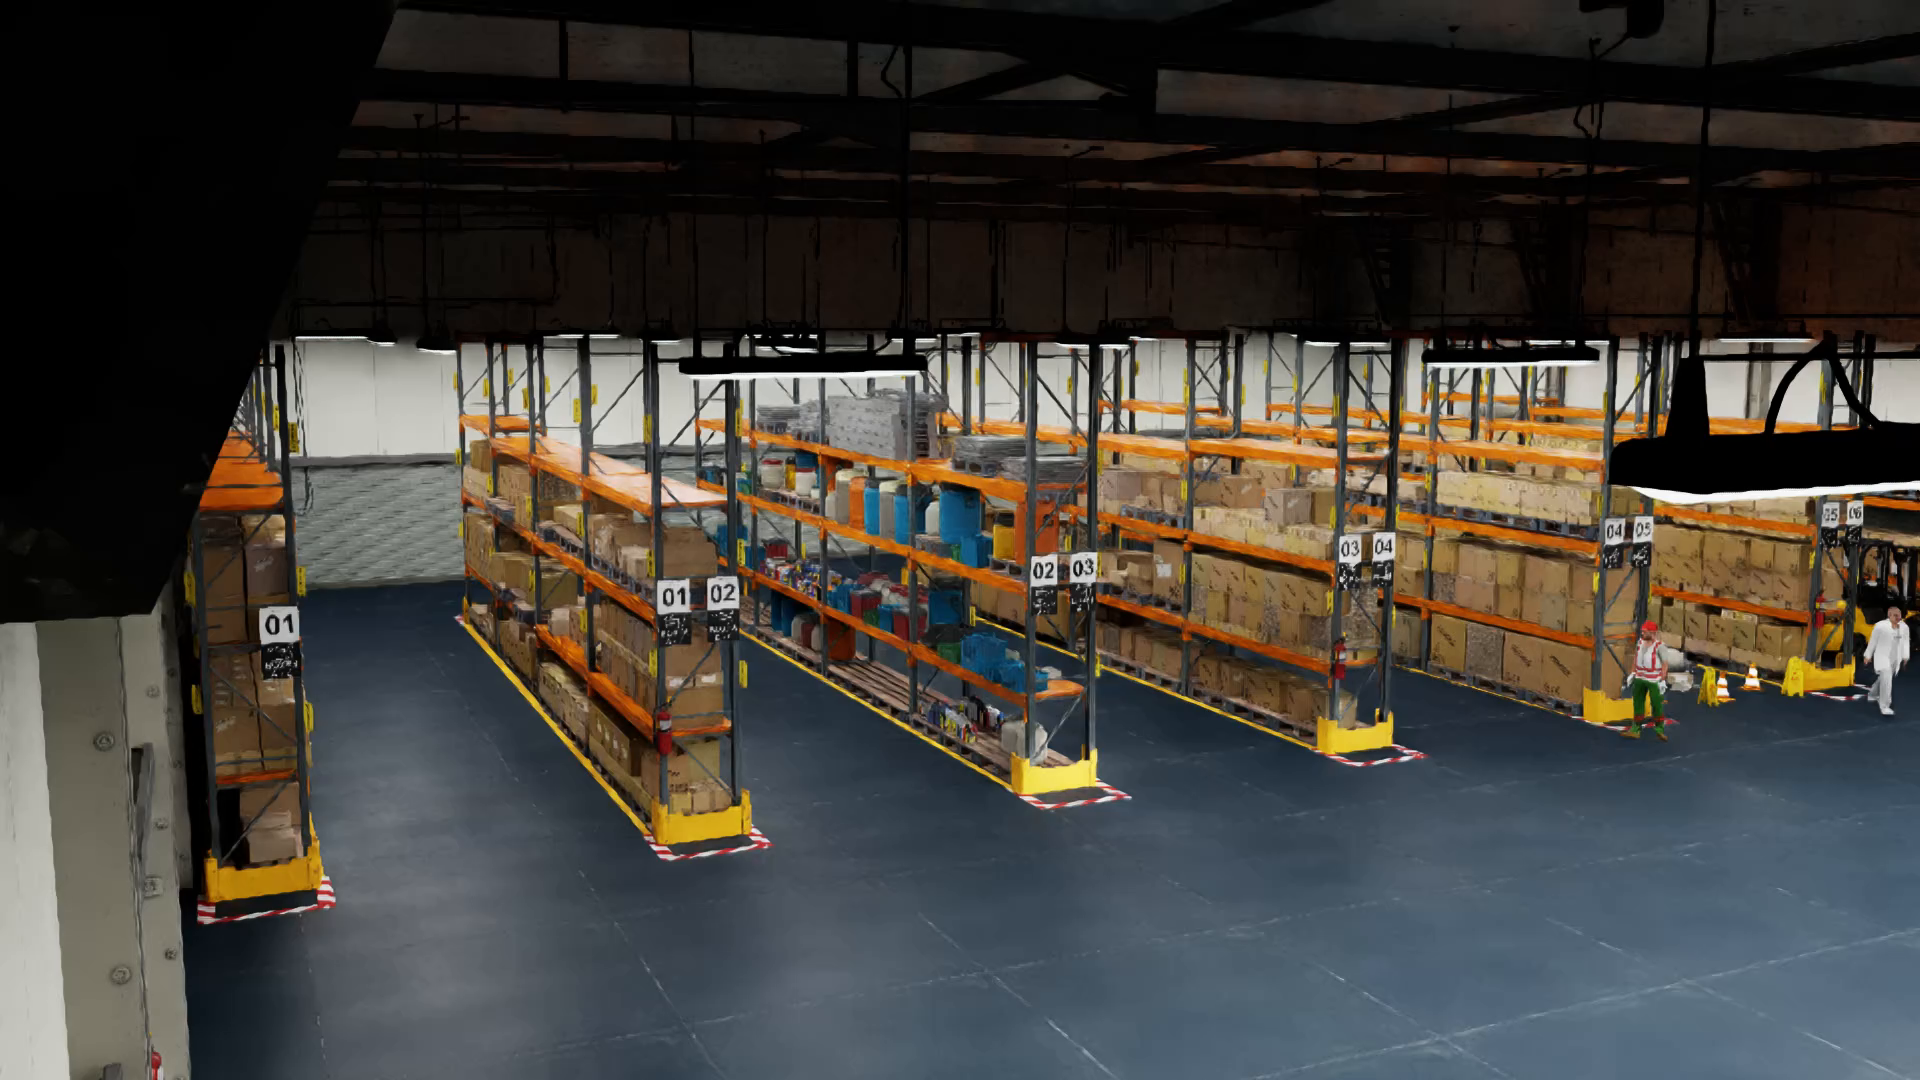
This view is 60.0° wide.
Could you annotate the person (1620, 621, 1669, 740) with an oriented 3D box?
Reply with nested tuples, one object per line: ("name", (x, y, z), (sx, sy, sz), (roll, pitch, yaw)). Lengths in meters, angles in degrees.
("person", (10.301, 2.093, 24.894), (0.506, 1.790, 0.642), (-5, 9, -35))

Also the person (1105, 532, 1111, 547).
("person", (4.026, -0.429, 44.156), (0.520, 1.644, 0.523), (2, 8, 12))

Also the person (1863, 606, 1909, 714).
("person", (14.896, 1.992, 26.725), (0.635, 1.513, 1.045), (-1, 8, -4))

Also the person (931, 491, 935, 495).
("person", (-0.714, -0.439, 43.801), (0.560, 1.762, 0.567), (2, 8, 13))
